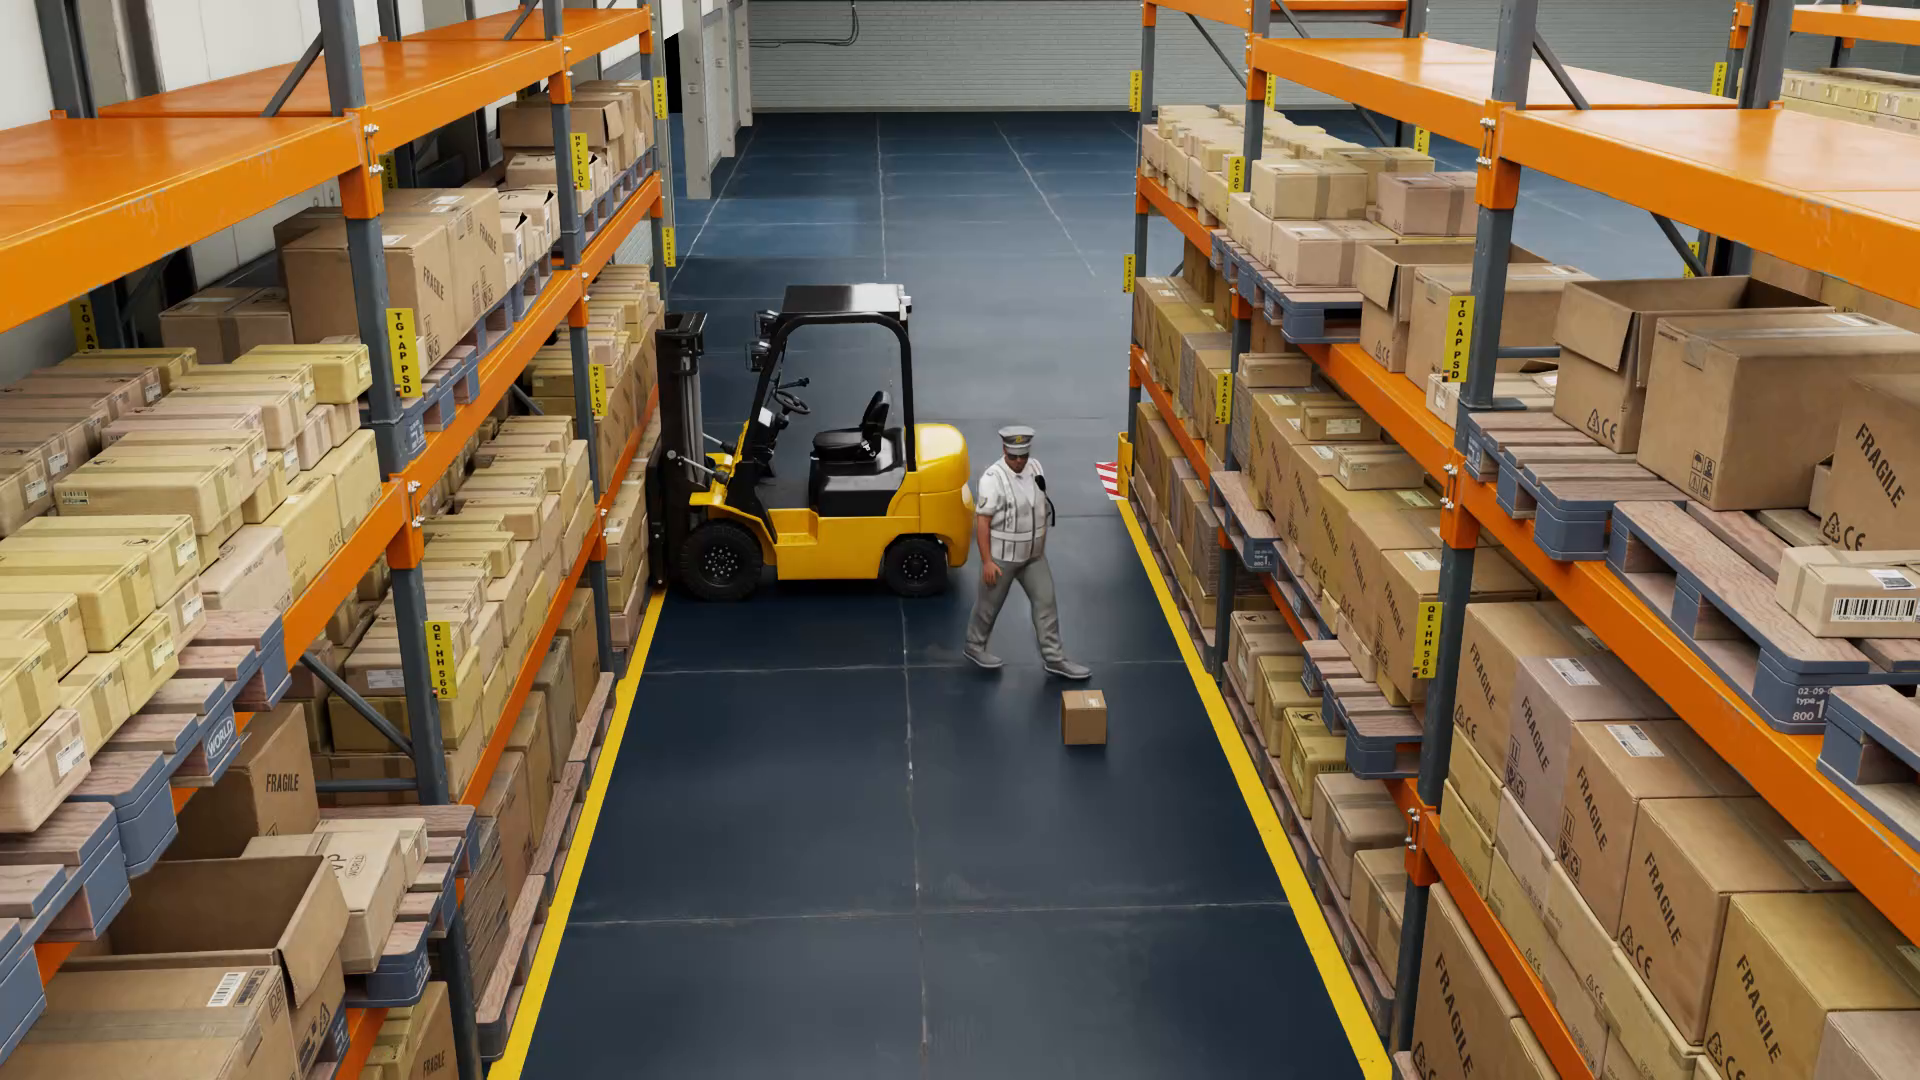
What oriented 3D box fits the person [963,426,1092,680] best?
[{"bbox_3d":[0.391,0.074,10.845,0.639,1.712,0.819,-16,26,-37],"label":"person"}]
